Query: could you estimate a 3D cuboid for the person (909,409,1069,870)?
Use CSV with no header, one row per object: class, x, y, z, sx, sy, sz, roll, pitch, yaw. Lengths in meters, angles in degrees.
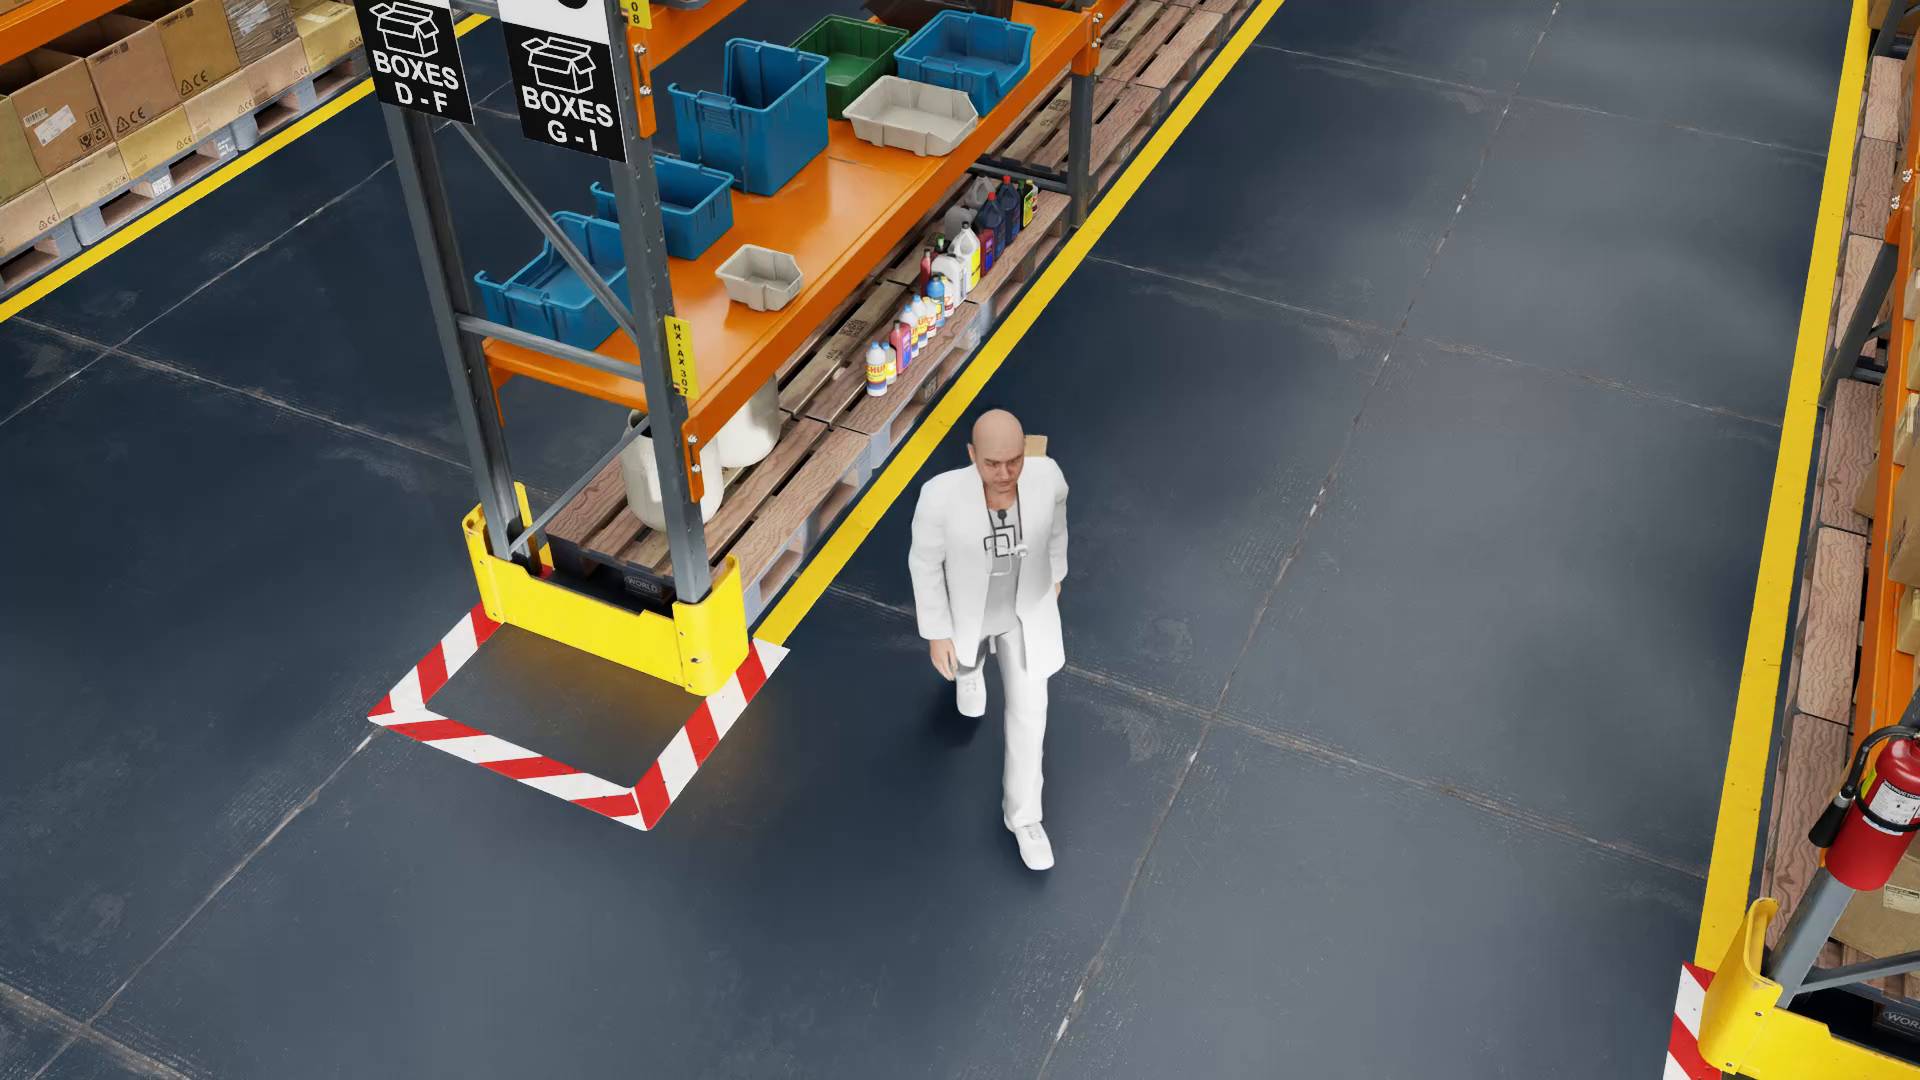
person,0.116,0.240,5.903,0.591,1.717,1.165,-4,42,-5
